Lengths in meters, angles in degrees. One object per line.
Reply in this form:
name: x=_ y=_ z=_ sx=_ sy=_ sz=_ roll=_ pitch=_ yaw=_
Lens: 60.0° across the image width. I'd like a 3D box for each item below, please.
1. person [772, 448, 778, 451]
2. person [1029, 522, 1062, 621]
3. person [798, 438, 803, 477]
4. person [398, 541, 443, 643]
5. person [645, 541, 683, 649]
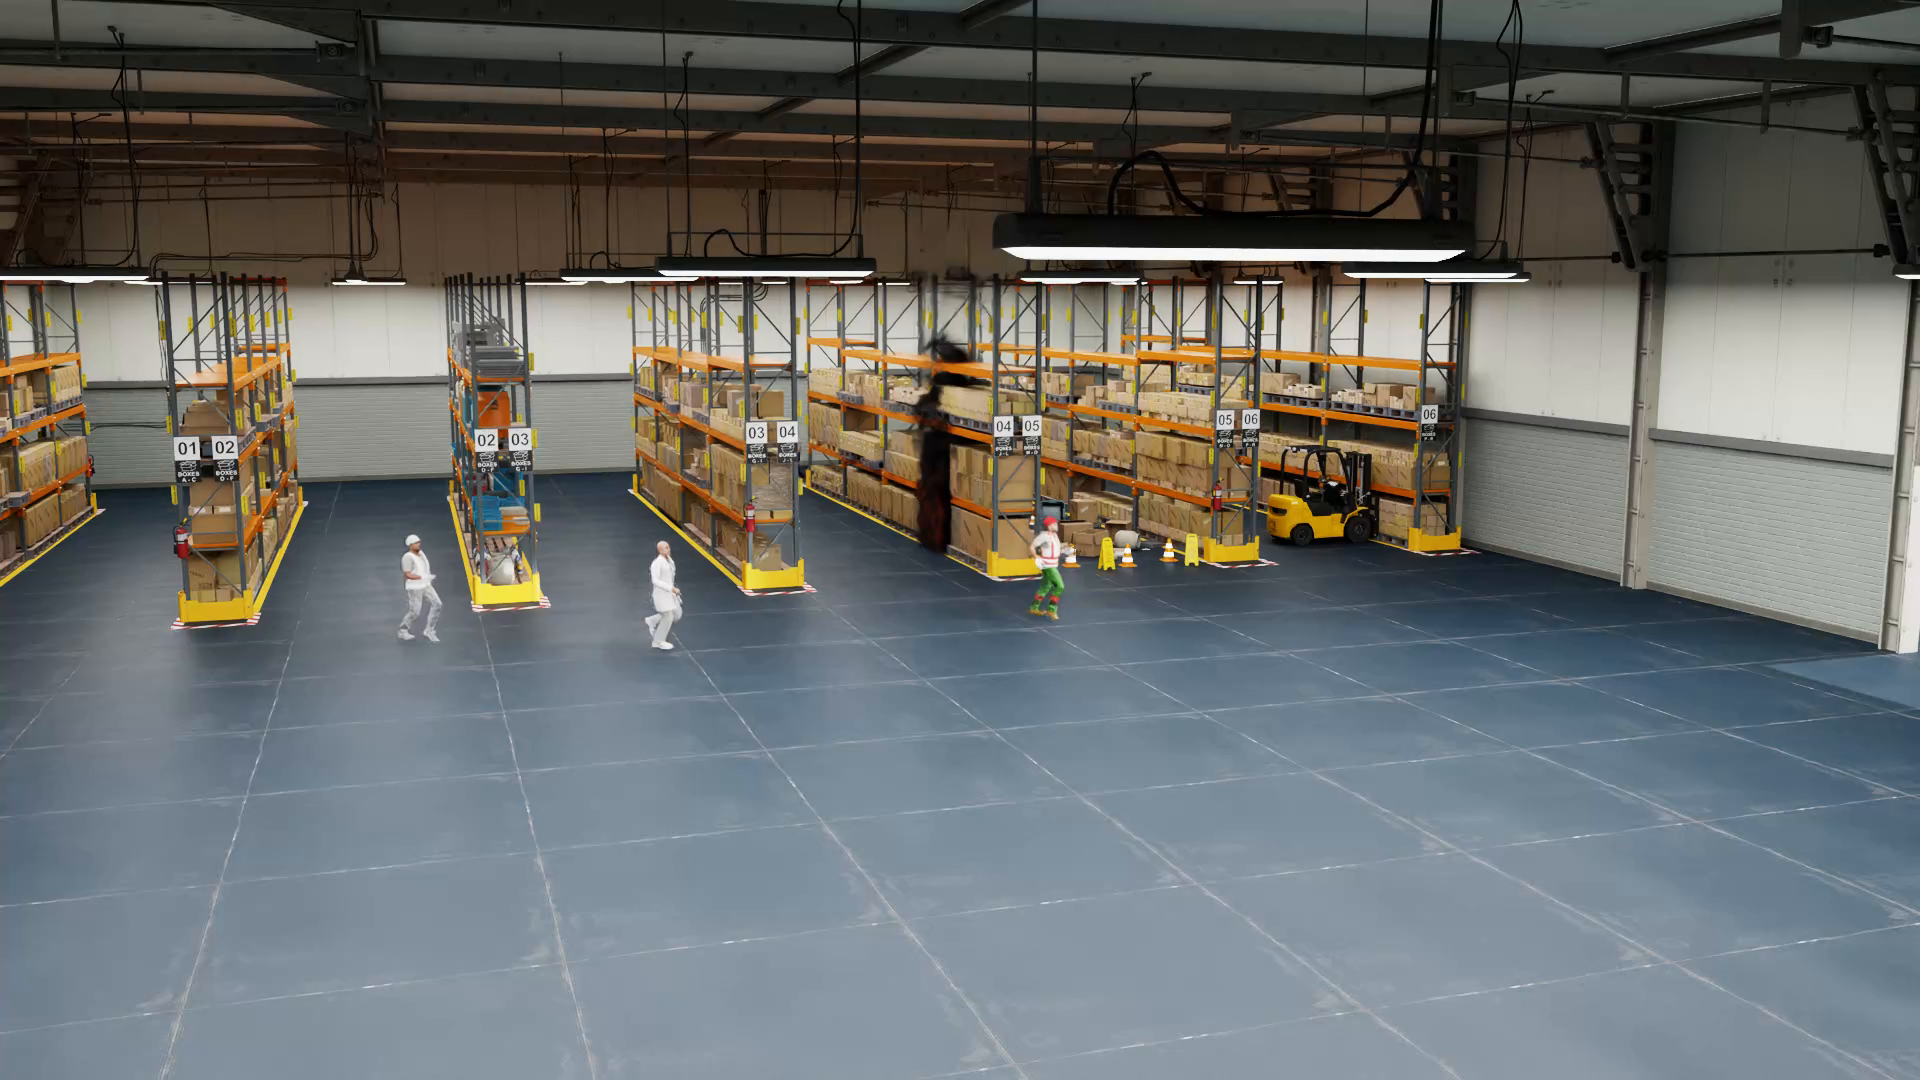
person: x=-5.187 y=-2.116 z=46.694 sx=0.599 sy=1.712 sz=0.780 roll=-2 pitch=9 yaw=-12
person: x=1.495 y=0.520 z=28.978 sx=0.611 sy=1.786 sz=0.637 roll=3 pitch=9 yaw=18
person: x=-4.868 y=-2.515 z=49.050 sx=0.666 sy=1.536 sz=0.625 roll=-8 pitch=12 yaw=-43
person: x=-8.794 y=0.823 z=27.026 sx=0.750 sy=1.772 sz=0.683 roll=2 pitch=9 yaw=15
person: x=-4.725 y=0.873 z=26.589 sx=0.704 sy=1.737 sz=0.728 roll=2 pitch=9 yaw=14
